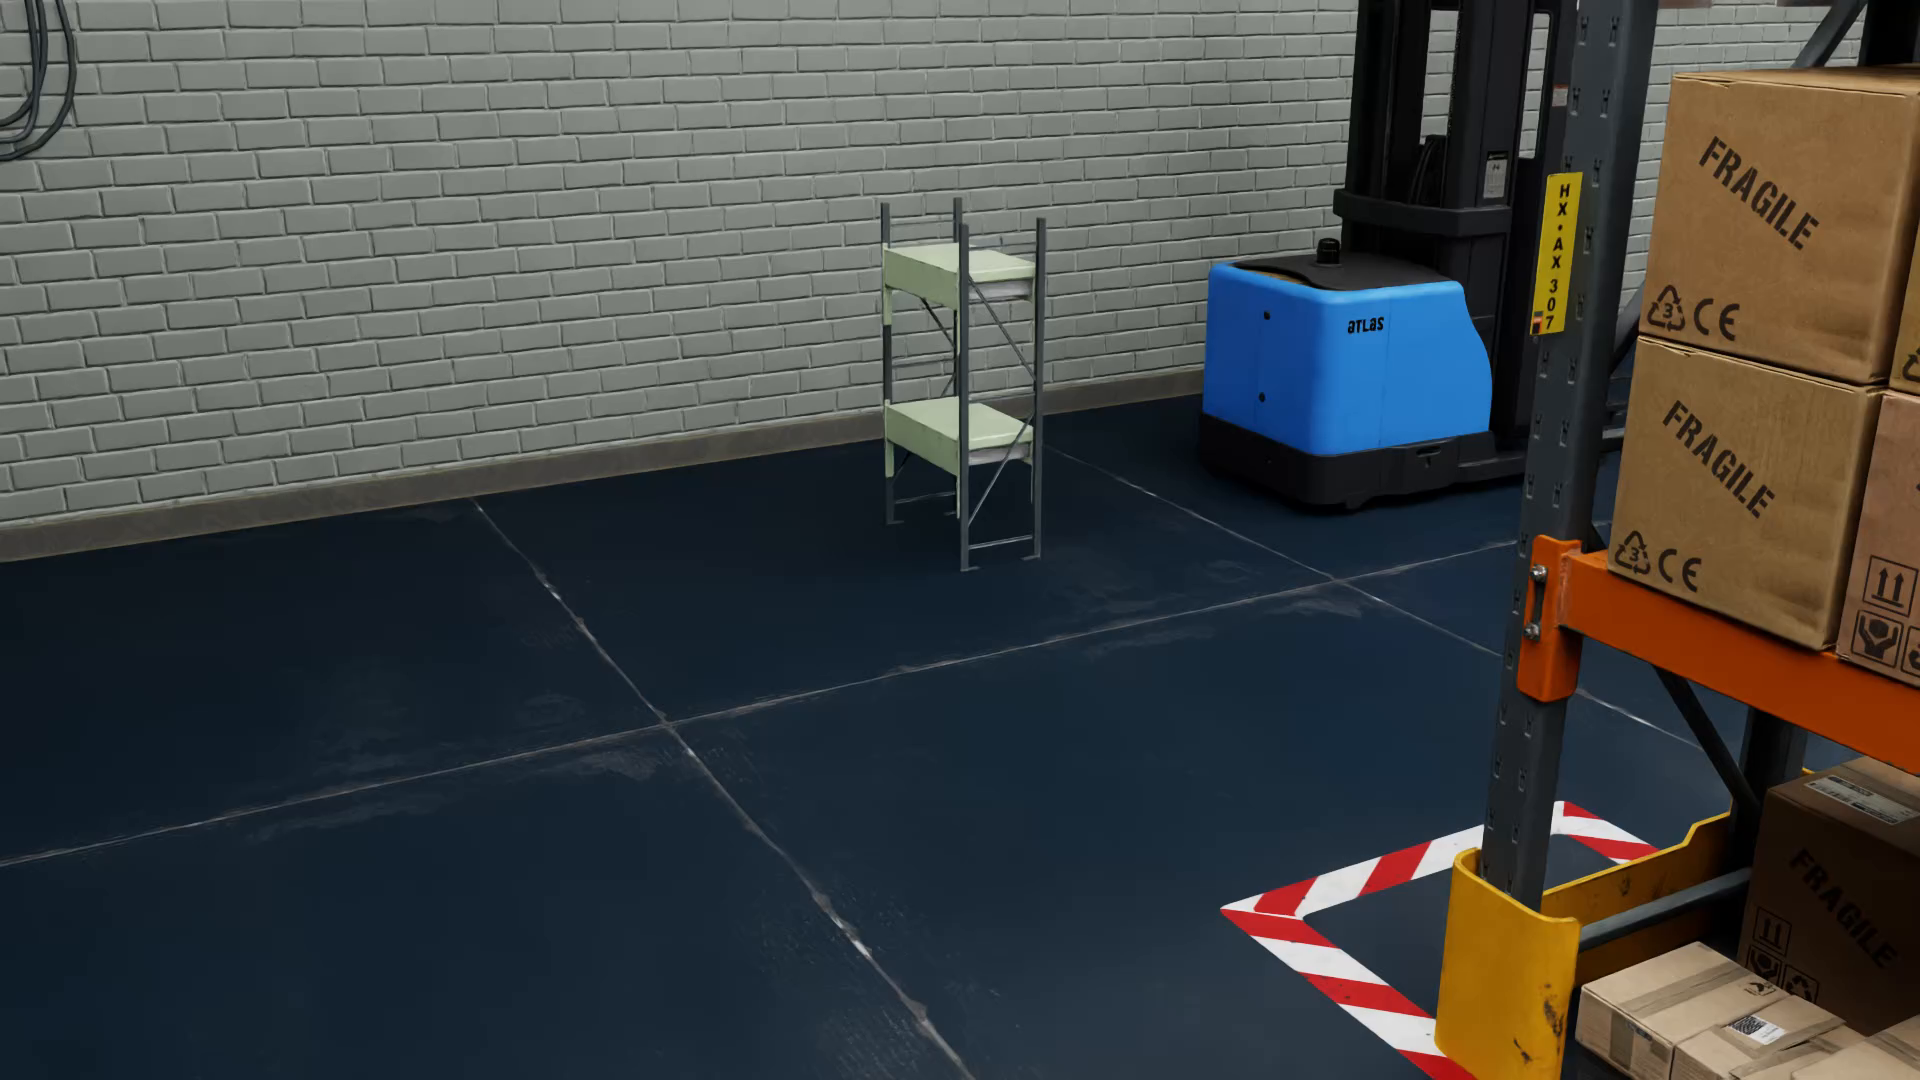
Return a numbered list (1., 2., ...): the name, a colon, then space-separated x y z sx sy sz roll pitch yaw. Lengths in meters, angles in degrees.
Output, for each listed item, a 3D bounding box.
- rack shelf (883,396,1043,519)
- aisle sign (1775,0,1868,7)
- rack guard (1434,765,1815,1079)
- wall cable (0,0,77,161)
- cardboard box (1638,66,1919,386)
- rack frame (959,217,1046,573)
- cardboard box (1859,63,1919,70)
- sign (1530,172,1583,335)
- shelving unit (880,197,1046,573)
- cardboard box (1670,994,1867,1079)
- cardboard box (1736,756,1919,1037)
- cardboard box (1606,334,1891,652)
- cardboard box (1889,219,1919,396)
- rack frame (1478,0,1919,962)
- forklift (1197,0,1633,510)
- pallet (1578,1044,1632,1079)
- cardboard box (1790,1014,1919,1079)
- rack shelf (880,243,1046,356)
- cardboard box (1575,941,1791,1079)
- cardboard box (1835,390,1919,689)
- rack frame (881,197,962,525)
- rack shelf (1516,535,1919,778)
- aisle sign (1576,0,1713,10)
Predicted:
1. rack shelf: 0.003 -0.399 7.488 0.431 0.370 0.720 -10 21 -27
2. aisle sign: 1.934 -1.554 3.551 0.394 0.787 0.004 -10 21 -27
3. rack guard: 1.733 0.945 4.125 1.175 0.500 0.348 -10 21 -27
4. wall cable: -5.032 -2.537 5.948 3.097 2.526 0.112 -10 21 -27
5. cardboard box: 1.676 -0.610 3.114 0.500 0.500 0.500 -9 21 -25
6. rack frame: 0.177 -0.602 7.077 0.400 1.500 0.023 -10 21 -27
7. cardboard box: 2.150 -0.693 3.355 0.500 0.500 0.500 -10 22 -27
8. sign: 1.220 -0.583 3.396 0.100 0.325 0.005 -10 21 -27
9. shelving unit: 0.003 -0.707 7.381 0.431 1.500 0.755 -10 21 -27
10. cardboard box: 1.712 1.118 3.461 0.380 0.166 0.250 -10 21 -27
11. cardboard box: 2.172 0.833 3.775 0.500 0.500 0.500 -10 21 -27
12. cardboard box: 1.676 -0.137 3.277 0.500 0.500 0.500 -9 21 -26
13. cardboard box: 1.931 -0.461 2.683 0.500 0.500 0.500 -10 21 -26
14. rack frame: 1.697 -0.258 3.781 1.000 3.000 0.127 -10 21 -27
15. forklift: 2.792 -1.848 8.494 3.031 2.935 1.130 -9 21 -25
16. pallet: 2.113 1.311 3.510 1.003 0.211 1.213 -10 21 -27
17. cardboard box: 1.943 1.177 3.162 0.500 0.250 0.500 -10 21 -27
18. rack shelf: 0.003 -1.076 7.254 0.431 0.370 0.720 -10 21 -27
19. cardboard box: 1.594 1.055 3.672 0.380 0.149 0.250 -10 21 -27
20. cardboard box: 1.925 0.010 2.850 0.500 0.500 0.500 -10 22 -27
21. rack frame: -0.171 -0.812 7.686 0.400 1.500 0.023 -10 21 -27
22. rack shelf: 2.647 0.656 2.234 1.077 0.370 4.000 -10 21 -27
23. aisle sign: 1.406 -1.461 3.282 0.394 0.787 0.004 -10 21 -27
